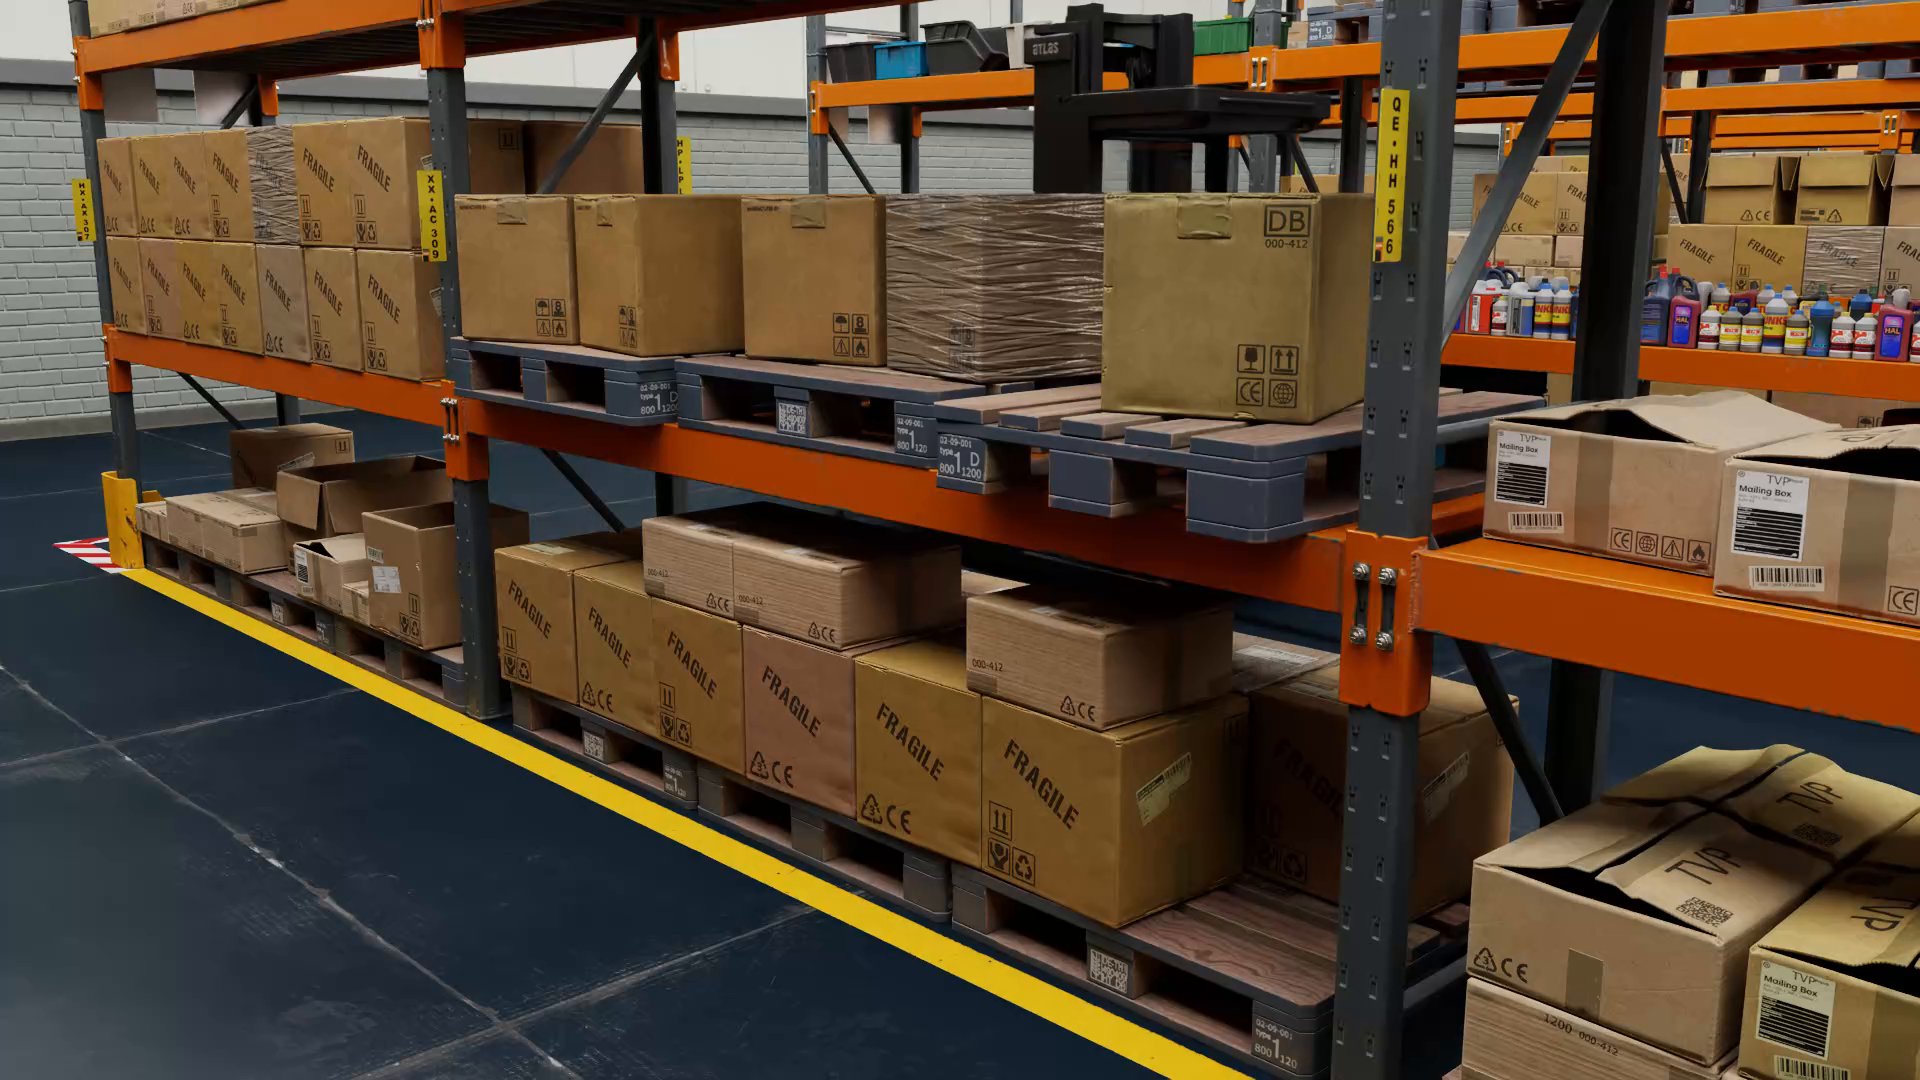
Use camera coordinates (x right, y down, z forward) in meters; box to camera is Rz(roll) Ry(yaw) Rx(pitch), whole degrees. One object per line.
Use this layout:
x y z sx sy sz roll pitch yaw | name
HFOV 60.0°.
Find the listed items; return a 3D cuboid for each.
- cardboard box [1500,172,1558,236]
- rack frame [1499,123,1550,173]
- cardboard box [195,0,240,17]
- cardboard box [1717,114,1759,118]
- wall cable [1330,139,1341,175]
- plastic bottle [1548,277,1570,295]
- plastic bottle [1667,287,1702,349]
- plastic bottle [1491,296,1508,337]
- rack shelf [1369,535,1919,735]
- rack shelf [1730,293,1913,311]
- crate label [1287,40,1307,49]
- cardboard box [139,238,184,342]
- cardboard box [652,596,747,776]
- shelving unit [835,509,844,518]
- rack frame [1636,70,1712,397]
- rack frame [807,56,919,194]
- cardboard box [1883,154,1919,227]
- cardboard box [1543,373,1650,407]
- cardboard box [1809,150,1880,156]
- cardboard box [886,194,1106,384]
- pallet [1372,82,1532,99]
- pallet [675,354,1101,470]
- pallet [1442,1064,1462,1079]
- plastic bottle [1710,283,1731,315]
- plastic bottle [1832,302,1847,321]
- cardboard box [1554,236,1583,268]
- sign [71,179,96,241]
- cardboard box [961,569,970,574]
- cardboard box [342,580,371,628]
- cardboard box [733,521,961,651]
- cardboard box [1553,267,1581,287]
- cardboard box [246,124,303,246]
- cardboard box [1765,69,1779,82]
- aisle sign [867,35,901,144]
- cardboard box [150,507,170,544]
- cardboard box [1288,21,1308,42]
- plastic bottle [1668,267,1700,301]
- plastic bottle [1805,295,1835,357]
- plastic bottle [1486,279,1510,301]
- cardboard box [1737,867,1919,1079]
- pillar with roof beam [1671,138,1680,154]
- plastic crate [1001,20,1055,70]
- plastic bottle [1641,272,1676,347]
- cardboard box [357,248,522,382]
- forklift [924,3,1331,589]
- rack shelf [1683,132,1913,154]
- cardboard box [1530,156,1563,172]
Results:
4.774 -2.759 13.647 0.500 0.500 0.500 -11 16 -42 | cardboard box
6.523 -3.476 19.351 1.000 3.000 0.127 -11 16 -43 | rack frame
-3.098 -2.486 7.481 0.500 0.250 0.500 -11 16 -43 | cardboard box
8.063 -4.471 17.116 0.500 0.250 0.500 -11 16 -43 | cardboard box
6.122 -5.514 26.644 0.585 1.953 0.123 -11 16 -43 | wall cable
3.245 -1.306 9.125 0.152 0.276 0.135 -11 16 -43 | plastic bottle
3.431 -1.051 7.870 0.061 0.283 0.133 -11 16 -43 | plastic bottle
2.790 -1.152 8.562 0.097 0.201 0.097 0 12 0 | plastic bottle
2.604 0.392 2.359 1.077 0.370 4.000 -11 16 -43 | rack shelf
7.009 -1.572 11.890 1.077 0.370 4.000 -11 16 -43 | rack shelf
1.917 -2.978 10.151 0.293 0.136 0.466 -11 16 -43 | crate label
-3.826 -1.293 8.506 0.500 0.500 0.500 -11 16 -43 | cardboard box
-0.665 0.427 5.508 0.500 0.500 0.500 -11 16 -42 | cardboard box
-0.247 -0.612 10.094 0.538 1.125 1.048 -10 15 -41 | shelving unit
5.628 -2.216 13.235 1.000 3.000 0.127 -11 16 -43 | rack frame
-0.716 -2.110 12.718 1.000 3.000 0.127 -11 16 -43 | rack frame
6.981 -2.474 11.753 0.797 0.503 0.637 -10 15 -41 | cardboard box
5.230 -1.489 13.928 0.875 0.875 0.875 -11 16 -43 | cardboard box
8.765 -3.608 16.527 0.500 0.500 0.500 11 16 43 | cardboard box
0.213 -0.743 4.798 0.700 0.500 0.500 -7 14 -32 | cardboard box
4.232 -3.941 14.392 1.003 0.211 1.213 -11 16 -43 | pallet
-0.123 -0.442 5.097 1.003 0.211 1.213 -11 16 -43 | pallet
1.763 1.239 3.375 1.003 0.211 1.213 -11 16 -43 | pallet
3.885 -1.177 8.508 0.097 0.271 0.097 0 12 0 | plastic bottle
4.271 -1.061 8.119 0.097 0.201 0.097 0 12 0 | plastic bottle
5.133 -2.316 13.355 0.500 0.250 0.500 -11 16 -44 | cardboard box
-4.694 -1.768 8.916 0.100 0.325 0.005 -11 16 -43 | sign
-0.310 0.351 5.878 0.500 0.500 0.500 -11 16 -42 | cardboard box
-2.440 0.255 7.217 0.380 0.149 0.250 -11 16 -43 | cardboard box
-0.344 0.129 5.098 0.500 0.250 0.500 -11 16 -44 | cardboard box
5.002 -2.130 13.437 0.380 0.149 0.250 -10 16 -41 | cardboard box
-2.779 -1.561 7.327 0.500 0.500 0.500 -11 16 -42 | cardboard box
8.432 -4.643 16.711 0.500 0.250 0.500 11 16 43 | cardboard box
-0.554 -3.434 12.705 0.394 0.787 0.004 -11 16 -43 | aisle sign
-4.088 -0.102 8.906 0.380 0.166 0.250 -11 16 -43 | cardboard box
3.264 -4.504 15.371 0.500 0.500 0.700 11 16 42 | cardboard box
3.661 -1.212 8.481 0.144 0.351 0.185 -11 16 -43 | plastic bottle
3.860 -0.960 7.458 0.097 0.271 0.097 0 12 0 | plastic bottle
2.839 -1.231 8.759 0.152 0.276 0.135 -11 16 -43 | plastic bottle
1.741 0.807 2.946 0.500 0.311 0.500 11 16 44 | cardboard box
9.297 -7.731 25.133 9.100 9.000 0.400 -11 16 -43 | pillar with roof beam
0.591 -3.154 10.649 0.437 0.282 0.530 -11 16 -43 | plastic crate
3.351 -1.113 8.005 0.144 0.351 0.185 -11 16 -43 | plastic bottle
-2.070 -0.922 6.707 0.500 0.500 0.500 -11 16 -42 | cardboard box
1.151 -1.193 8.438 1.130 2.935 3.031 -10 15 -41 | forklift
11.414 -5.006 21.124 1.077 0.370 4.000 -11 16 -43 | rack shelf
6.641 -4.058 18.713 0.500 0.500 0.500 -11 16 -43 | cardboard box
